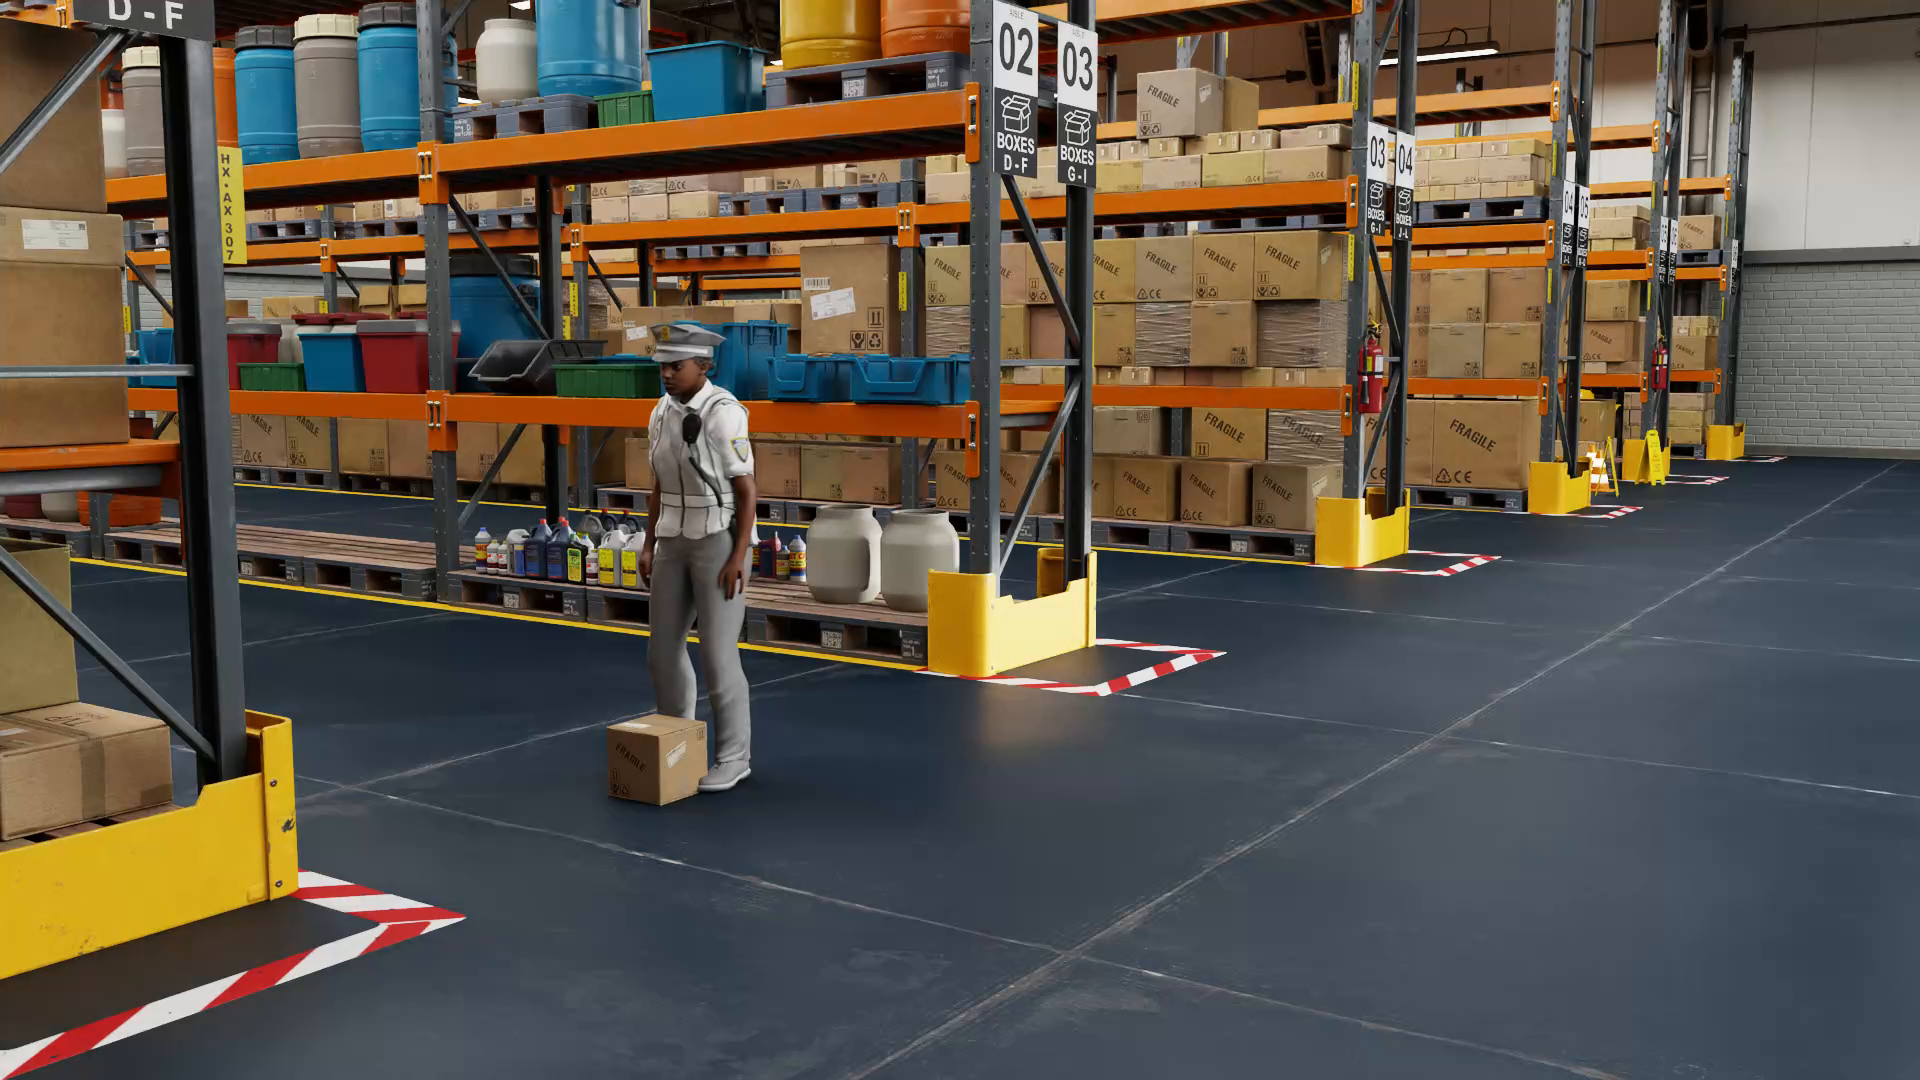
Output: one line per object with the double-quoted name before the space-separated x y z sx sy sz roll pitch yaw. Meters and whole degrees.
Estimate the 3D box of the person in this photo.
"person" -0.954 0.054 6.024 0.505 1.659 0.392 4 8 34
